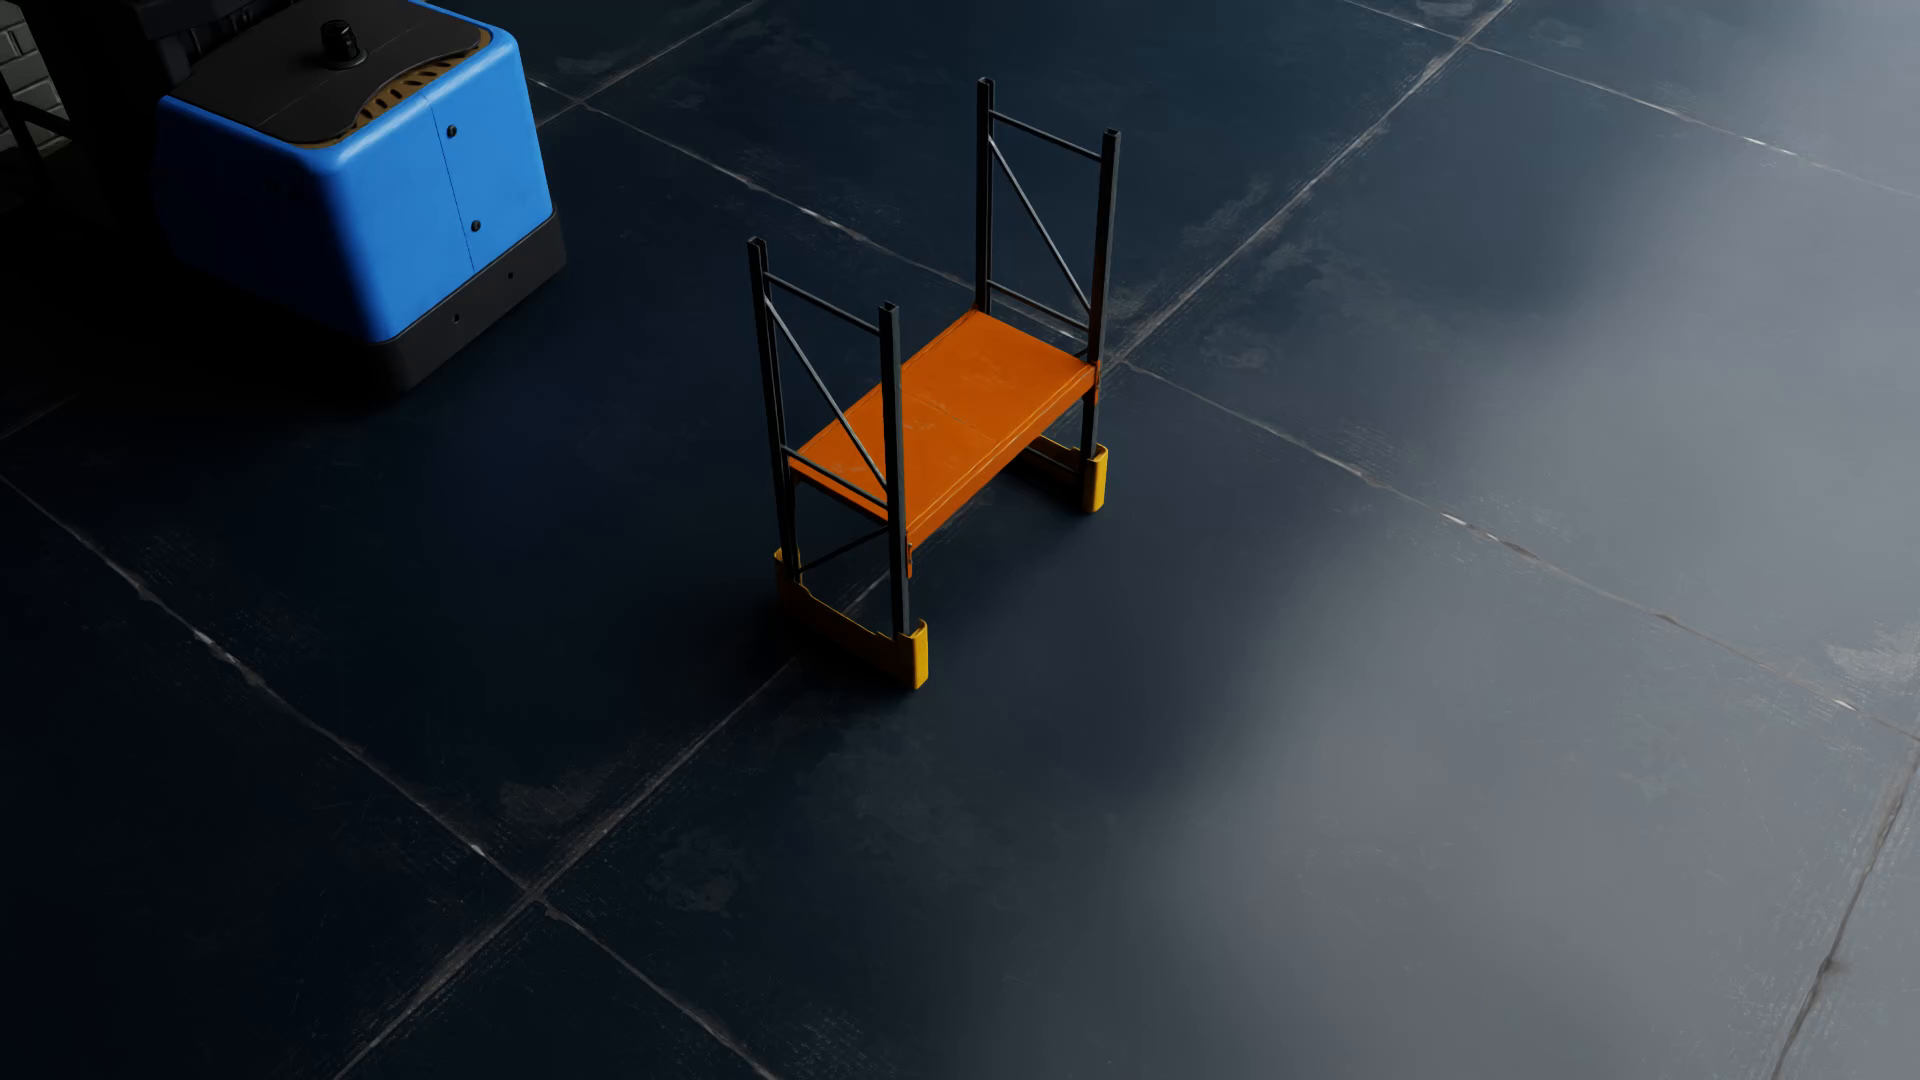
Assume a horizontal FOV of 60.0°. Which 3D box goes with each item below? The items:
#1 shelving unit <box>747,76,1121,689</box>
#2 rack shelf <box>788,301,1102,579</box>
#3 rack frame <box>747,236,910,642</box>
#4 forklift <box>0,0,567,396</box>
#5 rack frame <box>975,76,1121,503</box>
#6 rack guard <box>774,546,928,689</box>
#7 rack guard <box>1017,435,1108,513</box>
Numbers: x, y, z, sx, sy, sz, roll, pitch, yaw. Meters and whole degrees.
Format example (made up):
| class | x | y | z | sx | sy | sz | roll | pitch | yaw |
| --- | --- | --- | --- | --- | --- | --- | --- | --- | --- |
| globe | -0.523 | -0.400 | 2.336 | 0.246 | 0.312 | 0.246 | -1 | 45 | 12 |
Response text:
| class | x | y | z | sx | sy | sz | roll | pitch | yaw |
| --- | --- | --- | --- | --- | --- | --- | --- | --- | --- |
| shelving unit | -0.047 | -0.474 | 5.166 | 0.587 | 1.500 | 1.083 | 29 | 53 | 25 |
| rack shelf | -0.052 | -0.345 | 5.291 | 0.538 | 0.185 | 1.000 | 29 | 53 | 25 |
| rack frame | -0.363 | -0.178 | 4.883 | 0.500 | 1.500 | 0.032 | 29 | 53 | 25 |
| forklift | -3.122 | -2.353 | 5.971 | 3.031 | 2.935 | 1.130 | 23 | 51 | 21 |
| rack frame | 0.259 | -0.760 | 5.439 | 0.500 | 1.500 | 0.032 | 29 | 53 | 25 |
| rack guard | -0.351 | 0.242 | 5.346 | 0.587 | 0.250 | 0.087 | 29 | 53 | 25 |
| rack guard | 0.258 | -0.328 | 5.890 | 0.587 | 0.250 | 0.087 | 29 | 53 | 25 |
